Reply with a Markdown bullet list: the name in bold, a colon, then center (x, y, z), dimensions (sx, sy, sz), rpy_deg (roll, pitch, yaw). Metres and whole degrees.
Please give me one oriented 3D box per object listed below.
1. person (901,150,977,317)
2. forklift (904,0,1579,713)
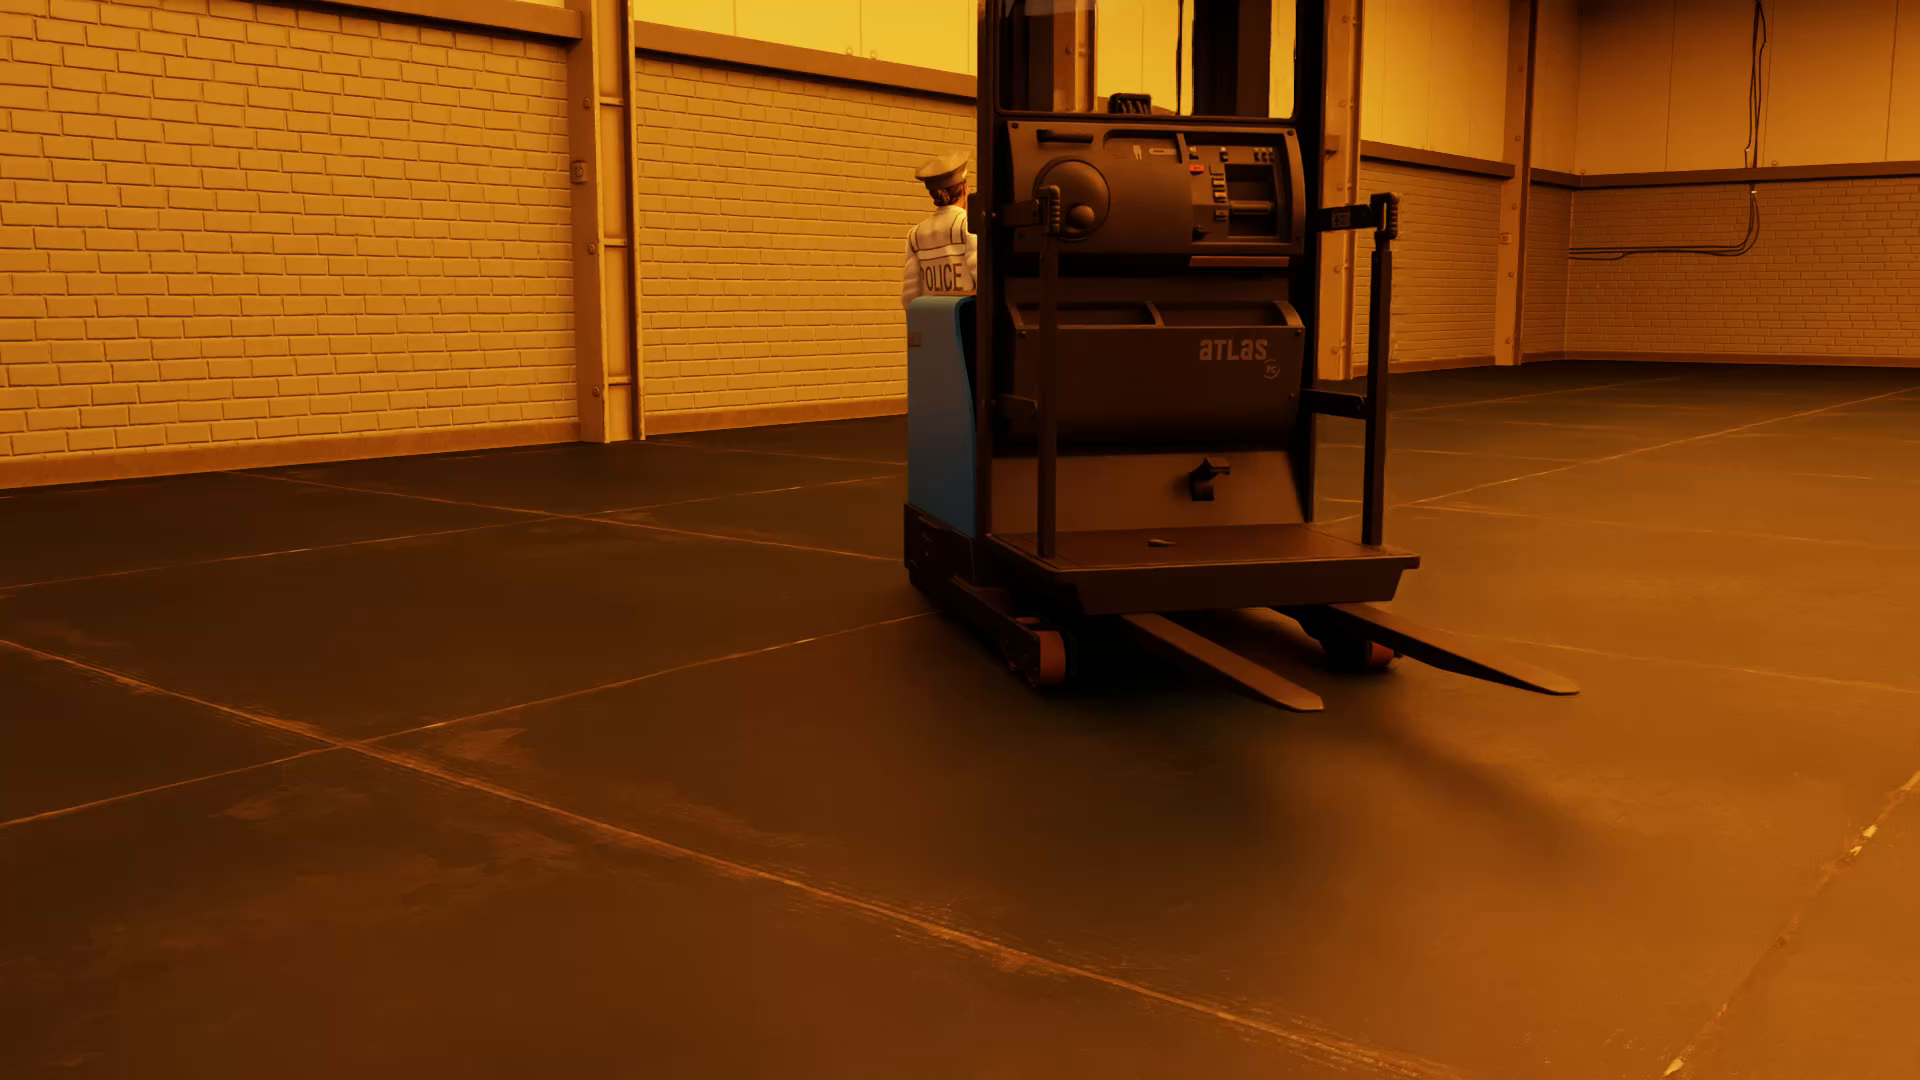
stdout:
- **person**: center (0.048, -0.852, 7.330), dimensions (0.588, 1.695, 0.531), rpy_deg (7, 11, 38)
- **forklift**: center (0.650, -1.101, 4.804), dimensions (1.130, 2.935, 3.031), rpy_deg (-2, 9, -14)
